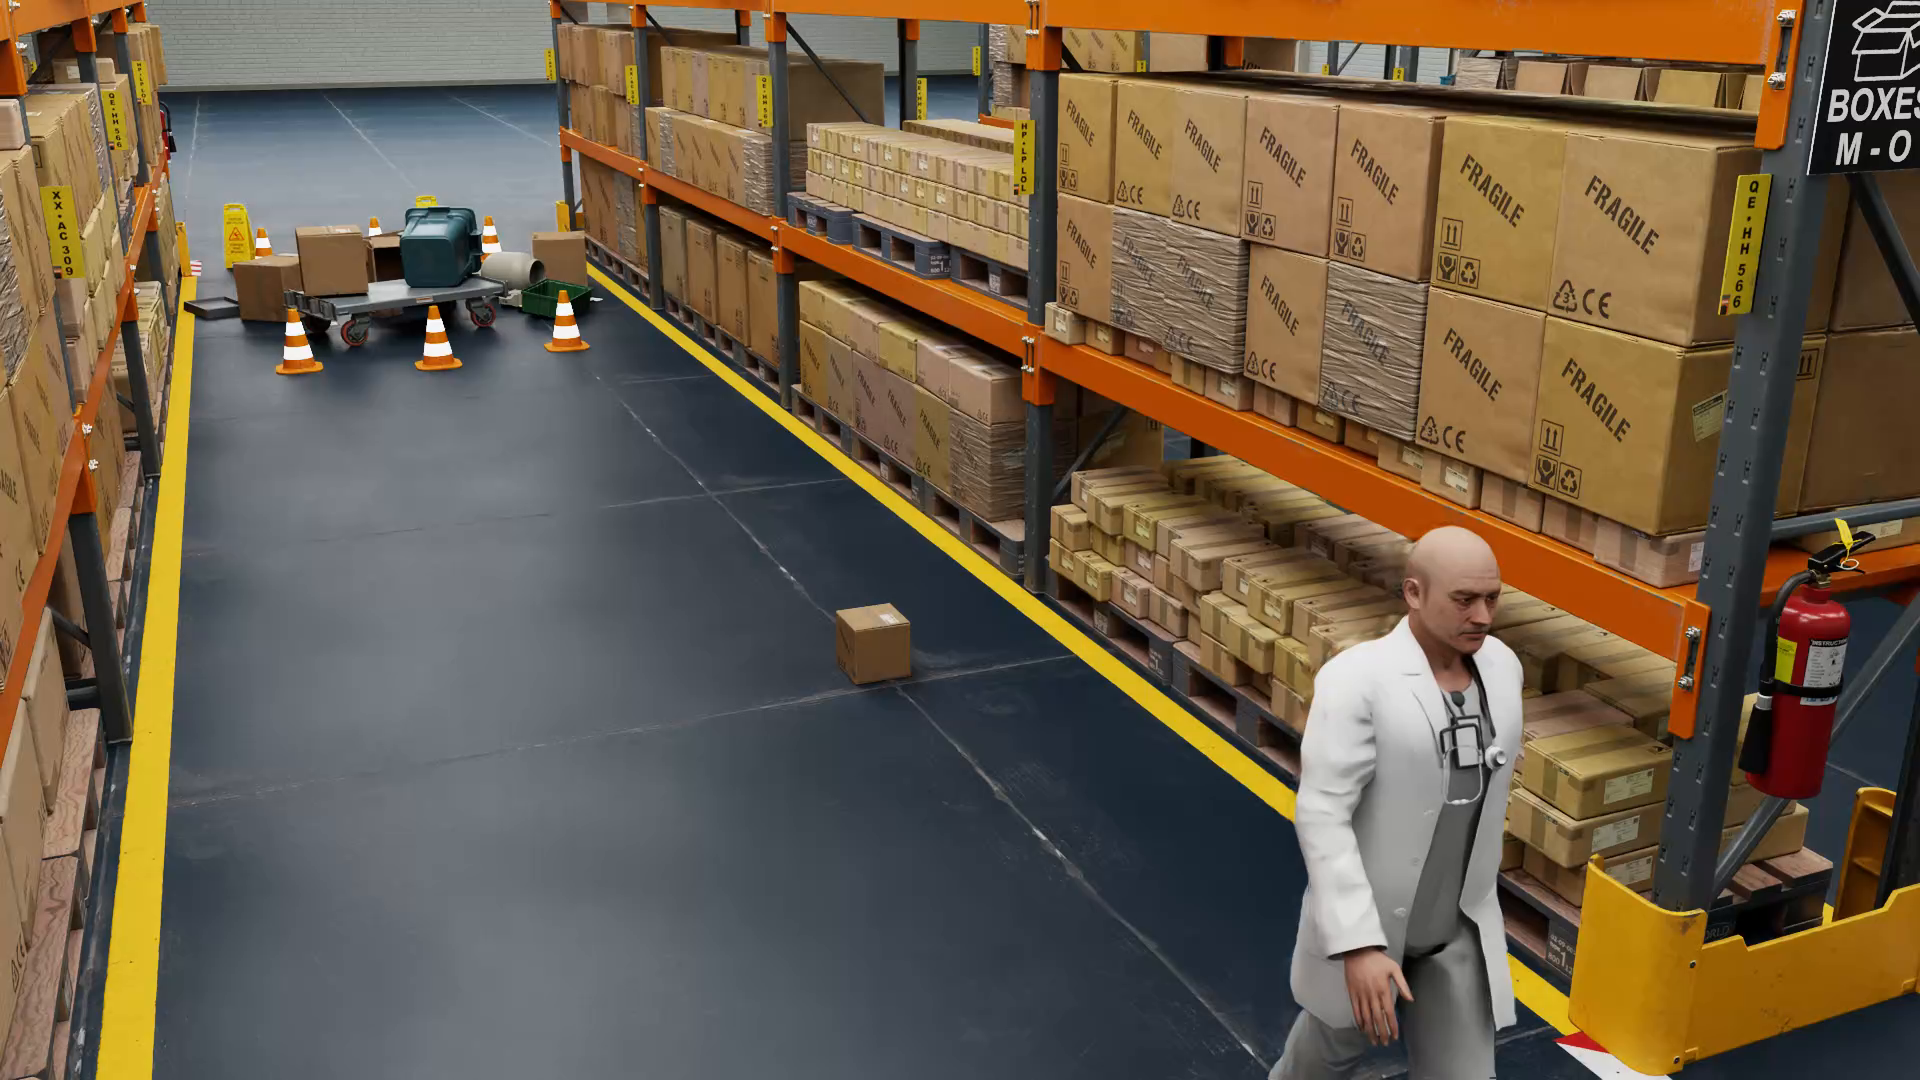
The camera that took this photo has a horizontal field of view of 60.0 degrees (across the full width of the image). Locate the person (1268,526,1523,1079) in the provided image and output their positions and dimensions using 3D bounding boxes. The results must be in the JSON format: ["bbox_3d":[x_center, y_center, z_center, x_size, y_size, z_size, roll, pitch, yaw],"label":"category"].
[{"bbox_3d":[1.004,0.824,3.589,0.650,1.724,1.052,-5,19,-14],"label":"person"}]
